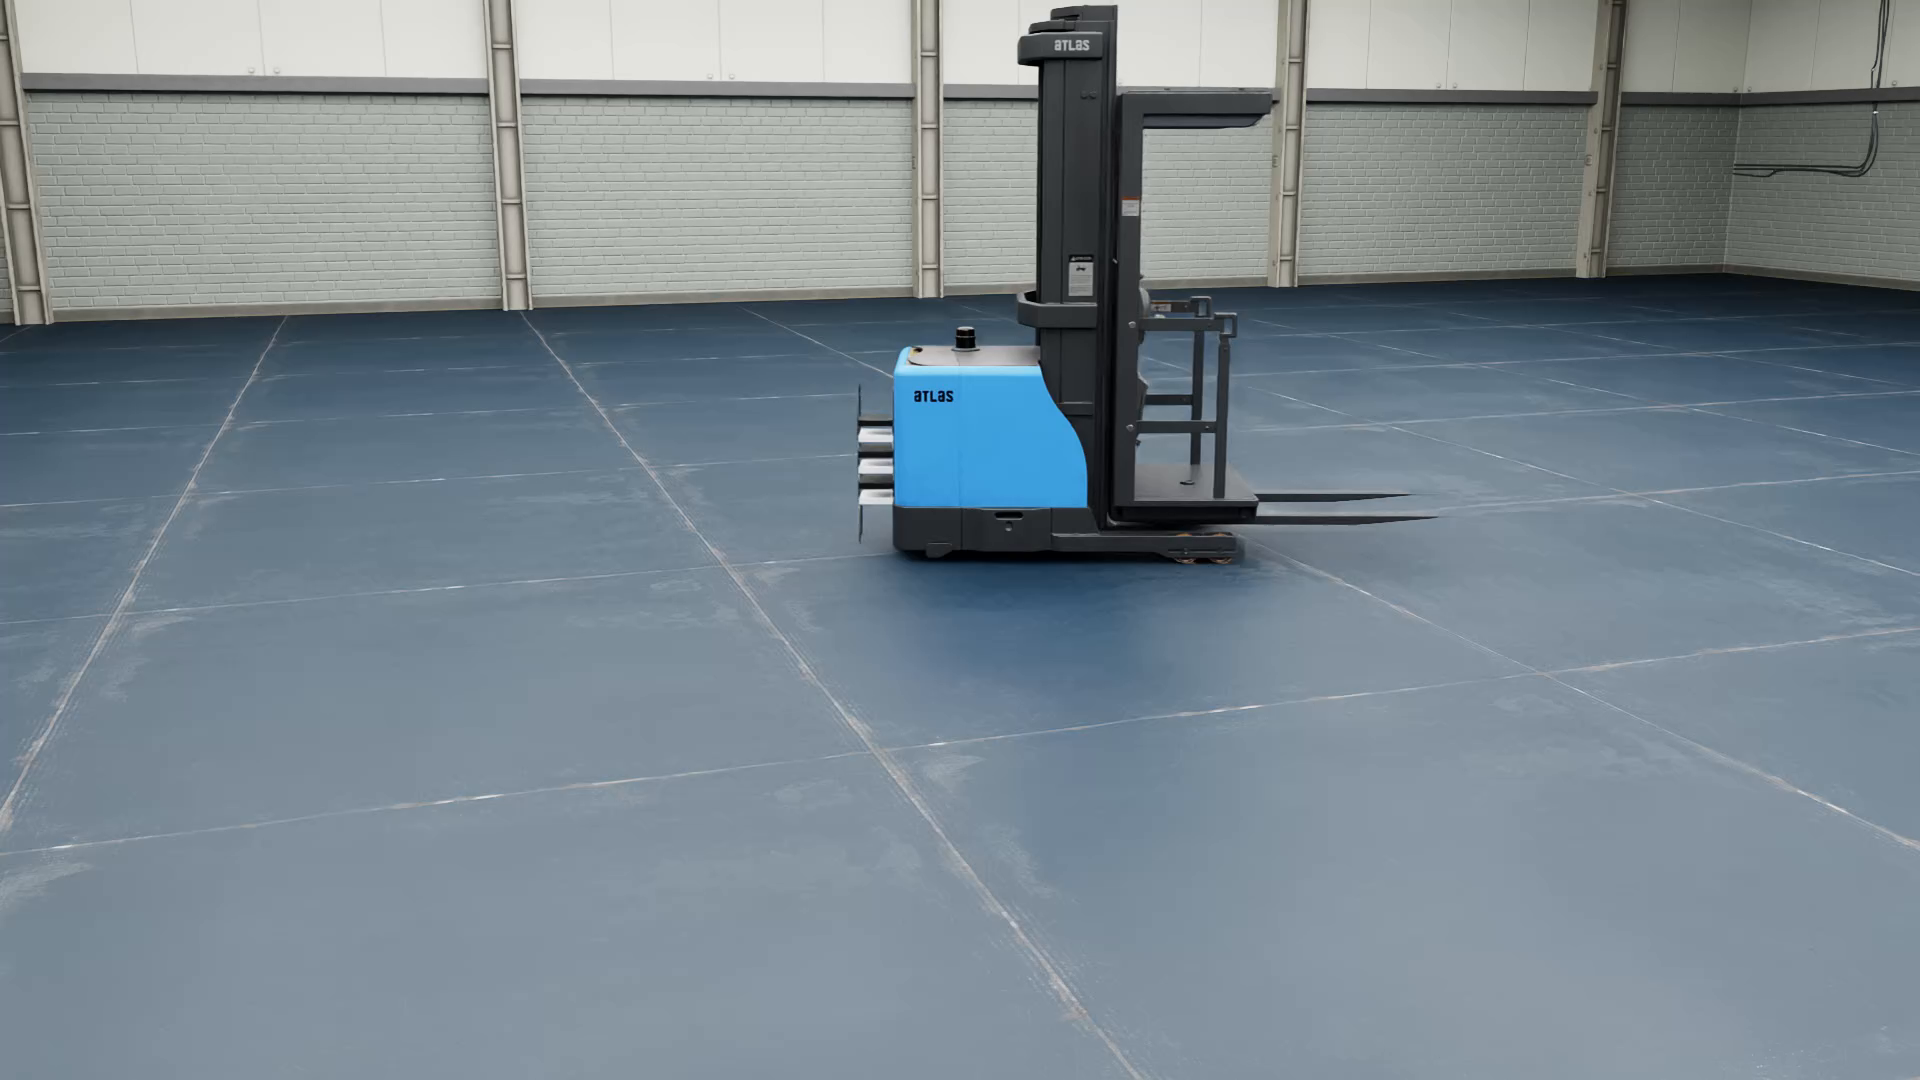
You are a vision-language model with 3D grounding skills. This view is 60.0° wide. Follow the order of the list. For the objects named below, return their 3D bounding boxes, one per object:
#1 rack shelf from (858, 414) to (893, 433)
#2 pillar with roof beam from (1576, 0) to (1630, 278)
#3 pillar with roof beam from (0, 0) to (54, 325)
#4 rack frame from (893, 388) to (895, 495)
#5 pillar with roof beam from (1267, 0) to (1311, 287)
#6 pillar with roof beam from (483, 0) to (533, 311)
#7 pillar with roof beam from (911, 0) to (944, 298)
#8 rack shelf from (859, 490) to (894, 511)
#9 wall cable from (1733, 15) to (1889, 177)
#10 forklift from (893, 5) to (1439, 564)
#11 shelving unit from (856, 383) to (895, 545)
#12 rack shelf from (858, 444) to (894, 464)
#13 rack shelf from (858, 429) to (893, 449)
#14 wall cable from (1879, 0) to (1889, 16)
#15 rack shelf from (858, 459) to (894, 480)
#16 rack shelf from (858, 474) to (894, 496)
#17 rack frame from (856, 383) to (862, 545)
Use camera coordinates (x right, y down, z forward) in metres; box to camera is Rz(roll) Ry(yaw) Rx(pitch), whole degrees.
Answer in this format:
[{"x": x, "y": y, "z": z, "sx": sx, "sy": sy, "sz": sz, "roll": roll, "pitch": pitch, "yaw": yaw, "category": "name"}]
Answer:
[{"x": -0.476, "y": -0.669, "z": 9.489, "sx": 0.200, "sy": 0.077, "sz": 0.258, "roll": 0, "pitch": 13, "yaw": 0, "category": "rack shelf"}, {"x": 12.267, "y": -7.980, "z": 23.745, "sx": 0.400, "sy": 9.000, "sz": 9.100, "roll": -4, "pitch": 14, "yaw": -18, "category": "pillar with roof beam"}, {"x": -10.479, "y": -6.209, "z": 16.298, "sx": 0.400, "sy": 9.000, "sz": 9.100, "roll": -4, "pitch": 14, "yaw": -18, "category": "pillar with roof beam"}, {"x": -0.374, "y": -0.439, "z": 9.543, "sx": 0.006, "sy": 0.900, "sz": 0.240, "roll": 0, "pitch": 13, "yaw": 0, "category": "rack frame"}, {"x": 6.581, "y": -7.537, "z": 21.883, "sx": 0.400, "sy": 9.000, "sz": 9.100, "roll": -4, "pitch": 14, "yaw": -18, "category": "pillar with roof beam"}, {"x": -4.793, "y": -6.651, "z": 18.160, "sx": 0.400, "sy": 9.000, "sz": 9.100, "roll": -4, "pitch": 14, "yaw": -18, "category": "pillar with roof beam"}, {"x": 0.894, "y": -7.094, "z": 20.021, "sx": 0.400, "sy": 9.000, "sz": 9.100, "roll": -4, "pitch": 14, "yaw": -18, "category": "pillar with roof beam"}, {"x": -0.476, "y": -0.232, "z": 9.593, "sx": 0.200, "sy": 0.077, "sz": 0.258, "roll": 0, "pitch": 13, "yaw": 0, "category": "rack shelf"}, {"x": 14.108, "y": -7.341, "z": 27.768, "sx": 0.112, "sy": 2.526, "sz": 3.097, "roll": -4, "pitch": 14, "yaw": -18, "category": "wall cable"}, {"x": 1.147, "y": -1.419, "z": 9.273, "sx": 3.031, "sy": 2.935, "sz": 1.130, "roll": 0, "pitch": 13, "yaw": 0, "category": "forklift"}, {"x": -0.476, "y": -0.439, "z": 9.544, "sx": 0.210, "sy": 0.900, "sz": 0.258, "roll": 0, "pitch": 13, "yaw": 0, "category": "shelving unit"}, {"x": -0.476, "y": -0.494, "z": 9.531, "sx": 0.200, "sy": 0.077, "sz": 0.258, "roll": 0, "pitch": 13, "yaw": 0, "category": "rack shelf"}, {"x": -0.476, "y": -0.582, "z": 9.510, "sx": 0.200, "sy": 0.077, "sz": 0.258, "roll": 0, "pitch": 13, "yaw": 0, "category": "rack shelf"}, {"x": 14.971, "y": -9.204, "z": 24.689, "sx": 0.112, "sy": 2.526, "sz": 3.097, "roll": -4, "pitch": 14, "yaw": -18, "category": "wall cable"}, {"x": -0.476, "y": -0.407, "z": 9.552, "sx": 0.200, "sy": 0.077, "sz": 0.258, "roll": 0, "pitch": 13, "yaw": 0, "category": "rack shelf"}, {"x": -0.476, "y": -0.319, "z": 9.573, "sx": 0.200, "sy": 0.077, "sz": 0.258, "roll": 0, "pitch": 13, "yaw": 0, "category": "rack shelf"}, {"x": -0.578, "y": -0.439, "z": 9.545, "sx": 0.006, "sy": 0.900, "sz": 0.240, "roll": 0, "pitch": 13, "yaw": 0, "category": "rack frame"}]
